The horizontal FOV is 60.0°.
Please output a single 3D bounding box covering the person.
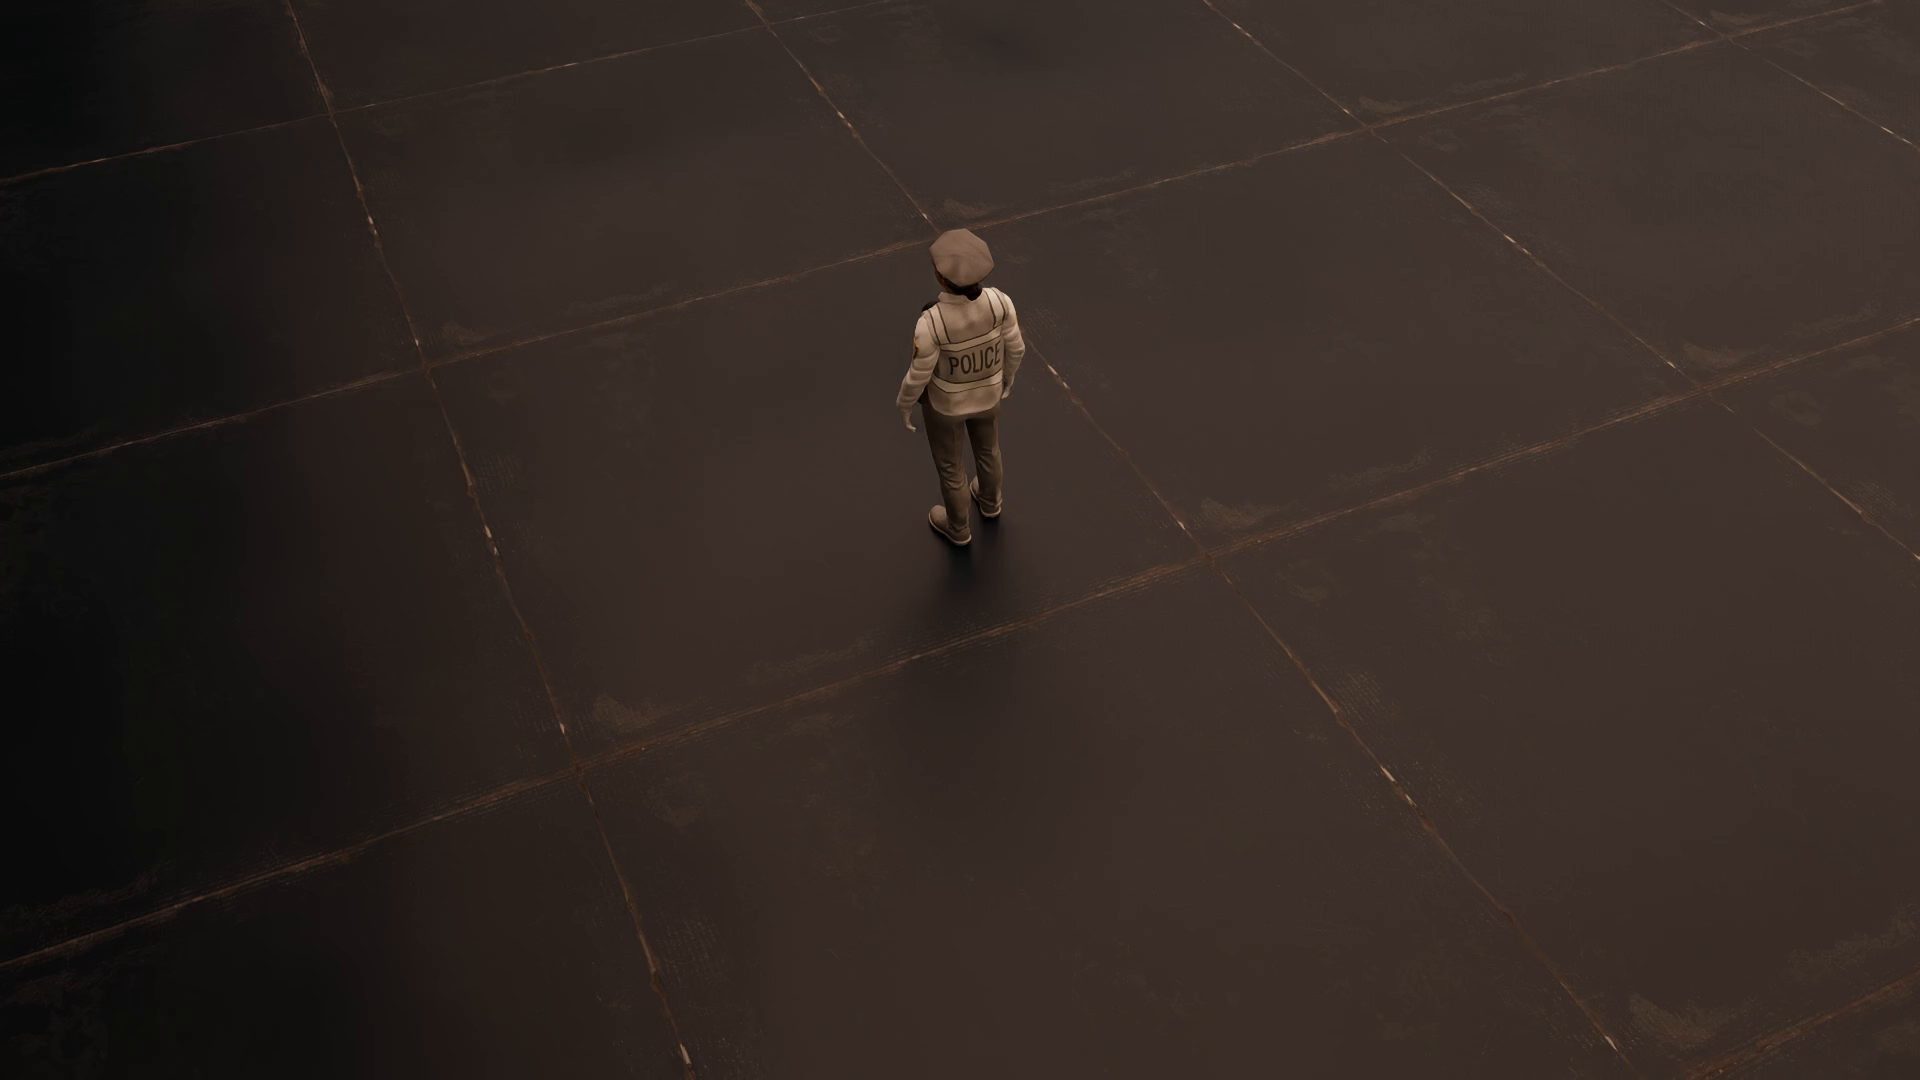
[{"bbox_3d":[-0.022,-0.670,7.293,0.586,1.694,0.530,-18,46,-18],"label":"person"}]
